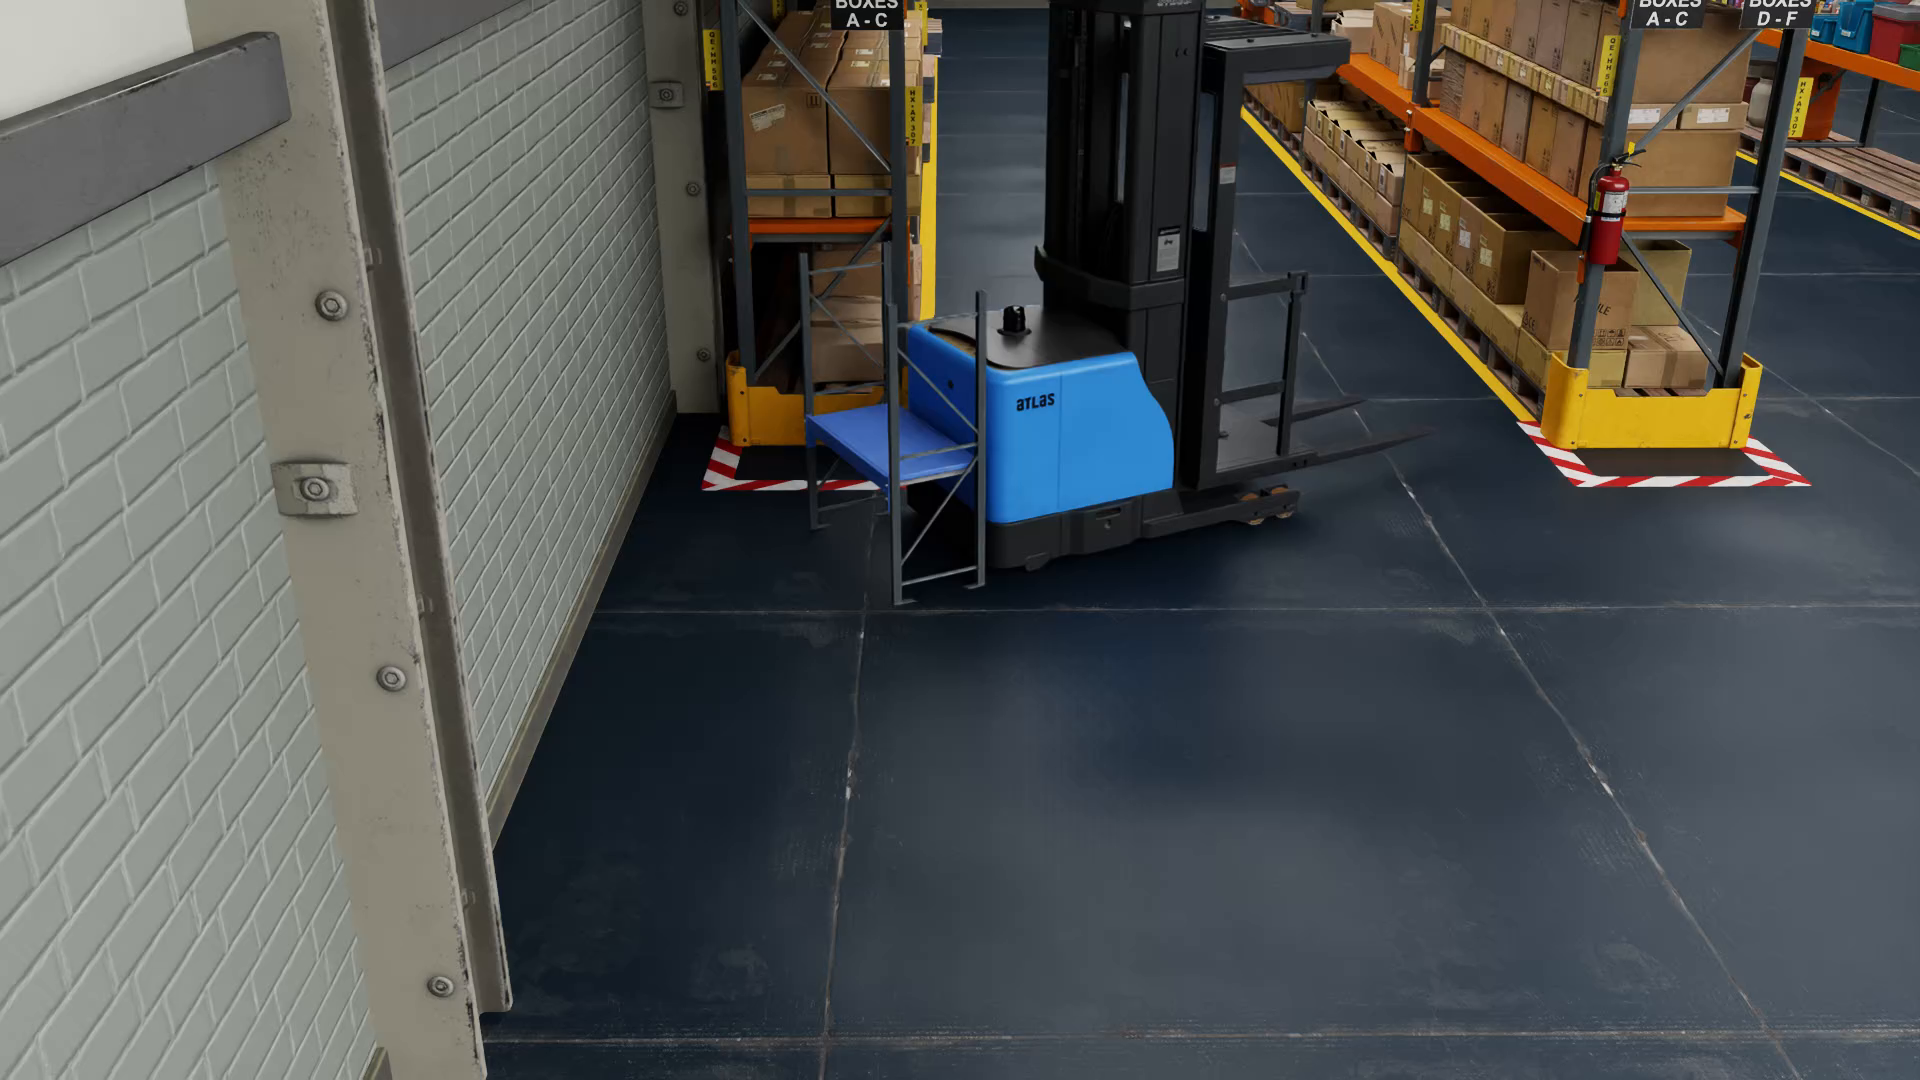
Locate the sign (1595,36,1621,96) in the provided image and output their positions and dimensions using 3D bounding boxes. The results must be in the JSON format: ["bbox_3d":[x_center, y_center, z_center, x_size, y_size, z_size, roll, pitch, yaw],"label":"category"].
[{"bbox_3d":[3.607,-2.634,9.241,0.100,0.325,0.005,0,24,-1],"label":"sign"}]

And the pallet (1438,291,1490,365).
[{"bbox_3d":[4.089,-1.541,11.901,1.003,0.211,1.213,0,24,-1],"label":"pallet"}]

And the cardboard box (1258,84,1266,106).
[{"bbox_3d":[3.795,-5.375,19.495,0.500,0.500,0.500,0,24,0],"label":"cardboard box"}]

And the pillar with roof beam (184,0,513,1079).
[{"bbox_3d":[2.694,-2.536,3.438,9.100,9.000,0.400,0,24,-1],"label":"pillar with roof beam"}]

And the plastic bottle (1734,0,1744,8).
[{"bbox_3d":[8.572,-5.895,18.286,0.061,0.283,0.133,0,24,-1],"label":"plastic bottle"}]

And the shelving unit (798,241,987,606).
[{"bbox_3d":[-0.342,-0.601,8.259,0.538,1.500,1.048,-12,27,-25],"label":"shelving unit"}]

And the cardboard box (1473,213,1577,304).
[{"bbox_3d":[3.820,-1.907,11.244,0.500,0.500,0.500,0,24,-1],"label":"cardboard box"}]

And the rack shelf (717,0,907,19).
[{"bbox_3d":[-0.826,-3.834,10.821,1.077,0.370,4.000,0,24,-1],"label":"rack shelf"}]

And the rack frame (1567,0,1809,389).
[{"bbox_3d":[4.149,-1.995,9.521,1.000,3.000,0.127,0,24,-1],"label":"rack frame"}]

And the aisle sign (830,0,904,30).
[{"bbox_3d":[-0.503,-3.128,8.870,0.394,0.787,0.004,0,24,-1],"label":"aisle sign"}]

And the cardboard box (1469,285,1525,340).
[{"bbox_3d":[3.823,-1.565,11.398,0.500,0.250,0.500,0,24,-1],"label":"cardboard box"}]

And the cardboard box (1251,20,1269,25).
[{"bbox_3d":[3.993,-6.777,22.590,0.797,0.503,0.637,0,24,-1],"label":"cardboard box"}]

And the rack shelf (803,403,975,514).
[{"bbox_3d":[-0.342,-0.437,8.333,0.538,0.185,1.000,-12,27,-25],"label":"rack shelf"}]

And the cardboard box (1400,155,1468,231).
[{"bbox_3d":[3.798,-2.731,13.066,0.500,0.500,0.500,0,24,-1],"label":"cardboard box"}]

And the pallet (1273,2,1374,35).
[{"bbox_3d":[3.984,-5.483,17.467,1.213,0.211,1.003,0,24,-1],"label":"pallet"}]

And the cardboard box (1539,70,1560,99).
[{"bbox_3d":[3.944,-2.918,10.653,0.380,0.149,0.250,0,24,1],"label":"cardboard box"}]

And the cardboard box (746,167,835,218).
[{"bbox_3d":[-1.003,-2.104,9.920,0.500,0.250,0.500,0,24,0],"label":"cardboard box"}]

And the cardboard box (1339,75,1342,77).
[{"bbox_3d":[4.331,-4.964,18.586,0.500,0.500,0.500,-1,24,-1],"label":"cardboard box"}]

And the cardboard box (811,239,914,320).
[{"bbox_3d":[-0.686,-1.856,11.713,0.700,0.500,0.500,-2,24,-4],"label":"cardboard box"}]

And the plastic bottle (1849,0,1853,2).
[{"bbox_3d":[9.376,-5.575,17.577,0.061,0.283,0.133,0,24,-1],"label":"plastic bottle"}]

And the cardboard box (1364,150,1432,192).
[{"bbox_3d":[3.803,-3.217,14.370,0.500,0.311,0.500,0,24,1],"label":"cardboard box"}]

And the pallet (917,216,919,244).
[{"bbox_3d":[-0.858,-2.670,14.397,1.003,0.211,1.213,0,24,-1],"label":"pallet"}]

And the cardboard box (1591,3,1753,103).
[{"bbox_3d":[4.156,-2.846,9.707,0.700,0.500,0.500,0,24,0],"label":"cardboard box"}]

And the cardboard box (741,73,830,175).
[{"bbox_3d":[-1.022,-2.447,9.768,0.500,0.500,0.500,-1,24,-1],"label":"cardboard box"}]

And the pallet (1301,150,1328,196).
[{"bbox_3d":[4.032,-3.682,16.634,1.003,0.211,1.213,0,24,-1],"label":"pallet"}]

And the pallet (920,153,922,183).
[{"bbox_3d":[-0.884,-3.675,16.620,1.003,0.211,1.213,0,24,-1],"label":"pallet"}]

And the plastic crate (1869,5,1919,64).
[{"bbox_3d":[8.727,-4.674,15.367,0.402,0.464,0.583,0,24,-1],"label":"plastic crate"}]

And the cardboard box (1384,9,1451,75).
[{"bbox_3d":[4.102,-4.429,14.781,0.500,0.500,0.500,0,24,0],"label":"cardboard box"}]

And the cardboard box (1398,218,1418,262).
[{"bbox_3d":[3.808,-2.389,13.220,0.500,0.250,0.500,0,24,-1],"label":"cardboard box"}]

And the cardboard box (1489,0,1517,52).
[{"bbox_3d":[4.128,-3.683,11.557,0.700,0.500,0.500,0,24,-1],"label":"cardboard box"}]

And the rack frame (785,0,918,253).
[{"bbox_3d":[-0.848,-3.620,13.113,1.000,3.000,0.127,0,24,-1],"label":"rack frame"}]

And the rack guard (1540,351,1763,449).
[{"bbox_3d":[4.150,-0.846,10.015,1.175,0.500,0.348,0,24,-1],"label":"rack guard"}]

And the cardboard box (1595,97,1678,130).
[{"bbox_3d":[3.955,-2.493,9.713,0.380,0.149,0.250,-1,24,-1],"label":"cardboard box"}]

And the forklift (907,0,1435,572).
[{"bbox_3d":[1.258,-1.594,8.718,3.031,2.935,1.130,-12,27,-25],"label":"forklift"}]

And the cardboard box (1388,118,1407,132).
[{"bbox_3d":[4.329,-3.849,15.767,0.500,0.311,0.500,0,24,-1],"label":"cardboard box"}]

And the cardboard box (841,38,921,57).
[{"bbox_3d":[-0.521,-3.081,11.170,0.500,0.500,0.500,0,24,1],"label":"cardboard box"}]

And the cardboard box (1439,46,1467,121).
[{"bbox_3d":[4.117,-3.506,12.741,0.700,0.500,0.500,-1,24,-2],"label":"cardboard box"}]

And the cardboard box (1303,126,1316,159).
[{"bbox_3d":[3.774,-4.013,16.810,0.500,0.250,0.500,0,24,-1],"label":"cardboard box"}]

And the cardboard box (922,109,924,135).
[{"bbox_3d":[-0.768,-4.783,17.785,0.750,0.750,0.750,-1,24,-1],"label":"cardboard box"}]

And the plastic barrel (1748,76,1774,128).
[{"bbox_3d":[8.897,-4.804,18.241,0.421,0.512,0.421,0,24,0],"label":"plastic barrel"}]

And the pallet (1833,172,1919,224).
[{"bbox_3d":[8.995,-3.221,15.616,1.003,0.211,1.213,0,24,-1],"label":"pallet"}]

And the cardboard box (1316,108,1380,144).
[{"bbox_3d":[3.788,-4.052,16.216,0.500,0.311,0.500,-1,24,-2],"label":"cardboard box"}]

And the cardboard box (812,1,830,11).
[{"bbox_3d":[-0.819,-4.075,13.466,0.700,0.500,0.500,0,24,0],"label":"cardboard box"}]

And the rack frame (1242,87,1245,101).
[{"bbox_3d":[4.018,-6.940,20.454,1.000,3.000,0.127,0,24,-1],"label":"rack frame"}]

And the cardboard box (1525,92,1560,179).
[{"bbox_3d":[4.147,-2.654,10.857,0.700,0.500,0.500,0,24,0],"label":"cardboard box"}]

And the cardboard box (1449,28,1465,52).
[{"bbox_3d":[3.918,-3.770,12.536,0.380,0.149,0.250,0,24,0],"label":"cardboard box"}]

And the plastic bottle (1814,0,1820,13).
[{"bbox_3d":[9.351,-5.822,18.139,0.097,0.271,0.097,0,24,0],"label":"plastic bottle"}]

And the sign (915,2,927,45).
[{"bbox_3d":[-0.305,-4.020,12.947,0.100,0.325,0.005,0,24,-1],"label":"sign"}]

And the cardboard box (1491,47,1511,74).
[{"bbox_3d":[3.933,-3.342,11.591,0.380,0.149,0.250,-1,24,-2],"label":"cardboard box"}]

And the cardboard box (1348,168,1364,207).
[{"bbox_3d":[3.802,-3.171,14.948,0.500,0.250,0.500,0,24,1],"label":"cardboard box"}]

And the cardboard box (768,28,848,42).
[{"bbox_3d":[-1.050,-3.289,11.630,0.500,0.500,0.500,0,24,1],"label":"cardboard box"}]

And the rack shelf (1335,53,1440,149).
[{"bbox_3d":[4.084,-4.140,15.136,1.077,0.370,4.000,0,24,-1],"label":"rack shelf"}]
